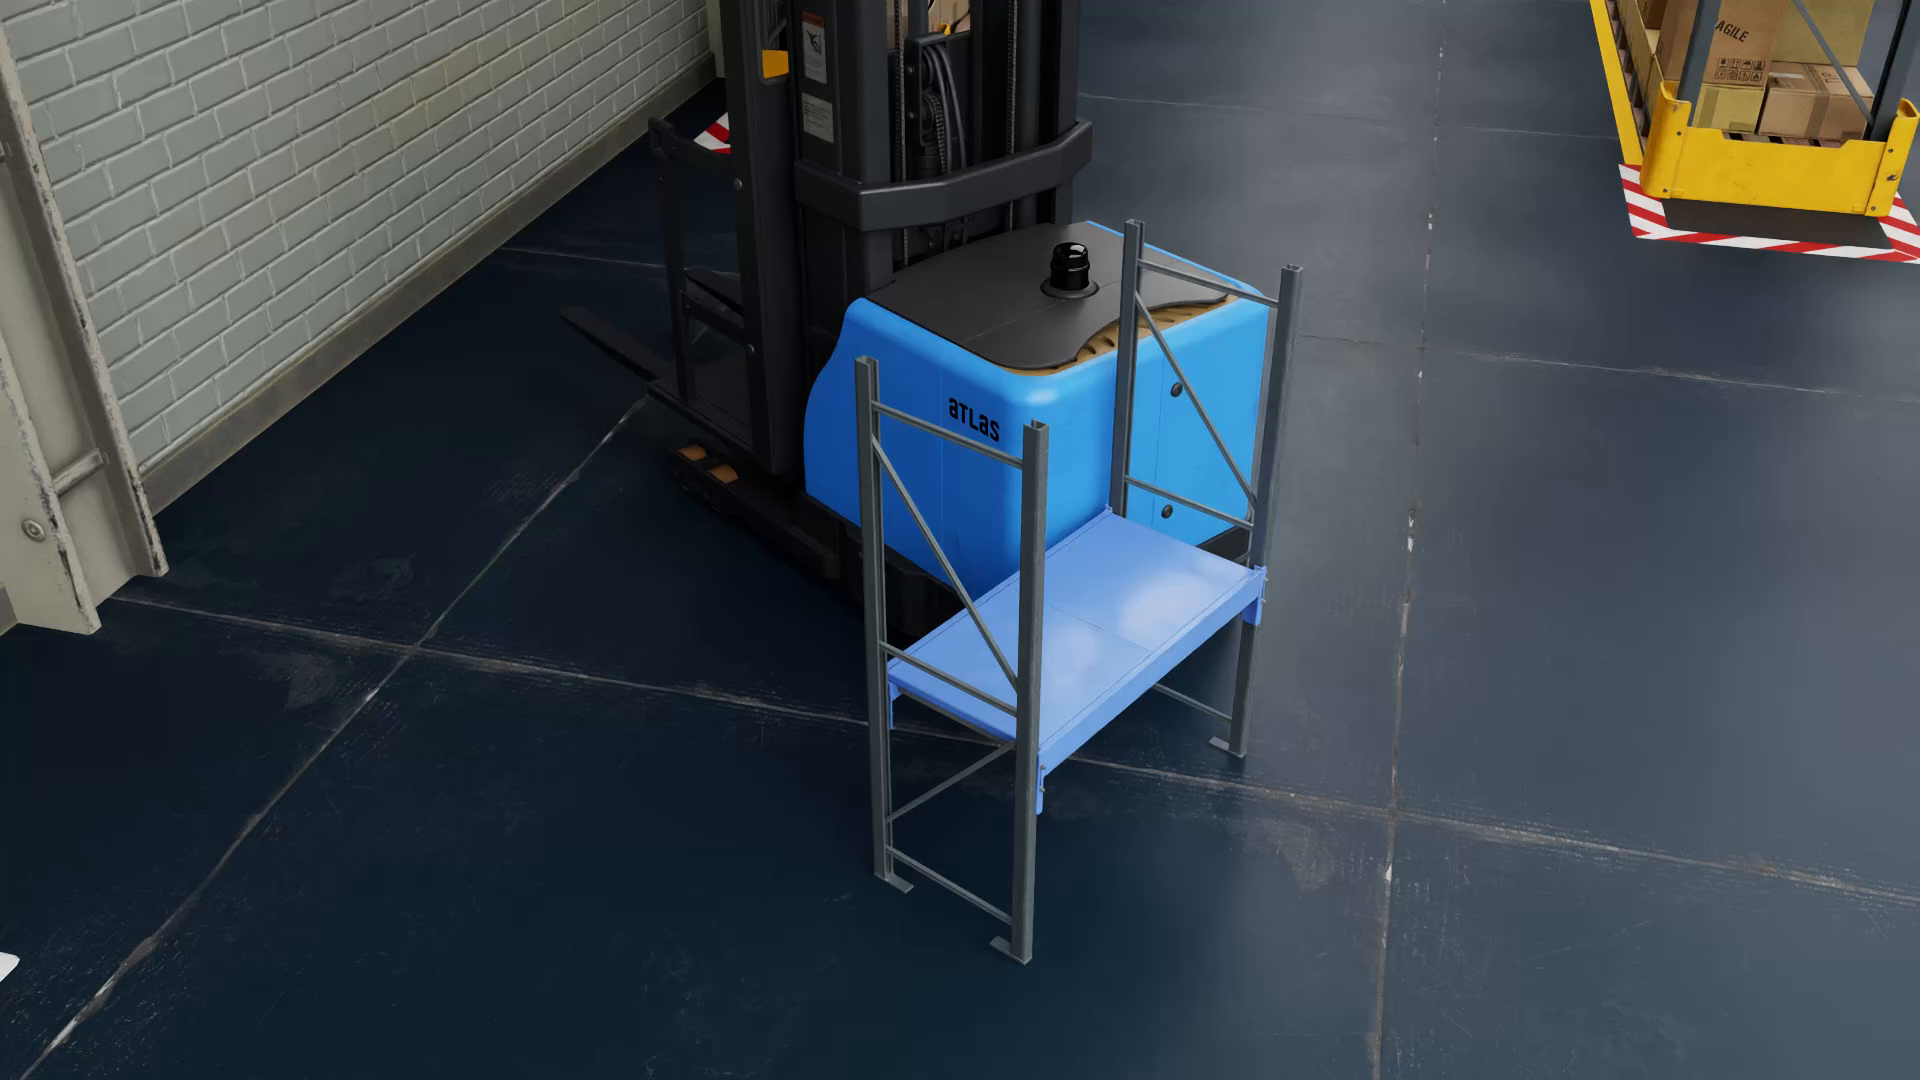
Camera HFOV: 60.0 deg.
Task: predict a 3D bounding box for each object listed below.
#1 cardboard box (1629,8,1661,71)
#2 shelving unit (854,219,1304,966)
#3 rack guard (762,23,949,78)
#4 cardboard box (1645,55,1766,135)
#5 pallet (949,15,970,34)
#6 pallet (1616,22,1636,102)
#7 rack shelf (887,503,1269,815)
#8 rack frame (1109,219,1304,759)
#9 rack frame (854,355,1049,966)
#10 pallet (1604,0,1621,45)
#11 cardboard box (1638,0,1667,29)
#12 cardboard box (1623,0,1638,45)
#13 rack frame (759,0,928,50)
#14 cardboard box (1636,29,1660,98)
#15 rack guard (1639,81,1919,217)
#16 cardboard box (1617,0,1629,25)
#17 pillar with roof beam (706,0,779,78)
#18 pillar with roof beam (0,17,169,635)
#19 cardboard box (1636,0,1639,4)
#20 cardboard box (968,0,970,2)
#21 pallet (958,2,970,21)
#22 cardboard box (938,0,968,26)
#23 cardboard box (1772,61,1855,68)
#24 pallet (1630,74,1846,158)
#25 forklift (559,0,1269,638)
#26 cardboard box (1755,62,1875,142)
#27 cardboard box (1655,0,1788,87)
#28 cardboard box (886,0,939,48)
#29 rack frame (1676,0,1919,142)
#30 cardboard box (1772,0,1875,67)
[{"bbox_3d":[4.208,-2.905,9.695,0.500,0.250,0.500,8,33,12],"label":"cardboard box"},{"bbox_3d":[0.298,0.115,4.172,0.538,1.500,1.048,24,39,32],"label":"shelving unit"},{"bbox_3d":[-0.656,-2.706,9.540,1.175,0.500,0.348,8,33,12],"label":"rack guard"},{"bbox_3d":[3.967,-2.384,8.875,0.500,0.250,0.500,8,33,12],"label":"cardboard box"},{"bbox_3d":[-0.416,-3.000,10.273,1.003,0.211,1.213,8,33,12],"label":"pallet"},{"bbox_3d":[4.582,-2.905,10.123,1.003,0.211,1.213,8,33,12],"label":"pallet"},{"bbox_3d":[0.298,0.266,4.268,0.538,0.185,1.000,24,39,32],"label":"rack shelf"},{"bbox_3d":[0.621,-0.096,4.503,0.500,1.500,0.032,24,39,32],"label":"rack frame"},{"bbox_3d":[-0.024,0.325,3.840,0.500,1.500,0.032,24,39,32],"label":"rack frame"},{"bbox_3d":[4.890,-3.541,11.122,1.003,0.211,1.213,8,33,12],"label":"pallet"},{"bbox_3d":[4.205,-3.222,9.494,0.500,0.500,0.500,8,33,12],"label":"cardboard box"},{"bbox_3d":[4.337,-3.164,10.102,0.500,0.250,0.500,8,33,12],"label":"cardboard box"},{"bbox_3d":[-0.675,-3.721,8.807,1.000,3.000,0.127,8,33,12],"label":"rack frame"},{"bbox_3d":[4.083,-2.645,9.286,0.500,0.250,0.500,8,33,12],"label":"cardboard box"},{"bbox_3d":[4.111,-1.981,8.400,1.175,0.500,0.348,8,33,12],"label":"rack guard"},{"bbox_3d":[4.458,-3.424,10.512,0.500,0.250,0.500,8,33,12],"label":"cardboard box"},{"bbox_3d":[2.830,-6.148,7.032,9.100,9.000,0.400,8,33,12],"label":"pillar with roof beam"},{"bbox_3d":[1.307,-3.034,2.135,9.100,9.000,0.400,8,33,12],"label":"pillar with roof beam"},{"bbox_3d":[4.333,-3.481,9.902,0.500,0.500,0.500,8,33,12],"label":"cardboard box"},{"bbox_3d":[-0.033,-3.868,10.959,0.700,0.500,0.500,6,33,9],"label":"cardboard box"},{"bbox_3d":[-0.104,-3.632,11.266,1.003,0.211,1.213,8,33,12],"label":"pallet"},{"bbox_3d":[-0.268,-3.415,10.421,0.500,0.311,0.500,11,34,16],"label":"cardboard box"},{"bbox_3d":[4.592,-2.573,9.173,0.500,0.250,0.500,8,33,12],"label":"cardboard box"},{"bbox_3d":[4.271,-2.274,9.131,1.003,0.211,1.213,8,33,12],"label":"pallet"},{"bbox_3d":[-0.409,-1.493,5.366,1.130,2.935,3.031,-25,40,-33],"label":"forklift"},{"bbox_3d":[4.468,-2.313,8.764,0.500,0.250,0.500,8,33,12],"label":"cardboard box"},{"bbox_3d":[3.965,-2.701,8.675,0.500,0.500,0.500,8,33,12],"label":"cardboard box"},{"bbox_3d":[-0.413,-3.119,9.956,0.500,0.311,0.500,4,33,7],"label":"cardboard box"},{"bbox_3d":[4.117,-3.048,7.749,1.000,3.000,0.127,8,33,12],"label":"rack frame"},{"bbox_3d":[4.593,-2.890,8.972,0.500,0.500,0.500,8,33,12],"label":"cardboard box"}]
